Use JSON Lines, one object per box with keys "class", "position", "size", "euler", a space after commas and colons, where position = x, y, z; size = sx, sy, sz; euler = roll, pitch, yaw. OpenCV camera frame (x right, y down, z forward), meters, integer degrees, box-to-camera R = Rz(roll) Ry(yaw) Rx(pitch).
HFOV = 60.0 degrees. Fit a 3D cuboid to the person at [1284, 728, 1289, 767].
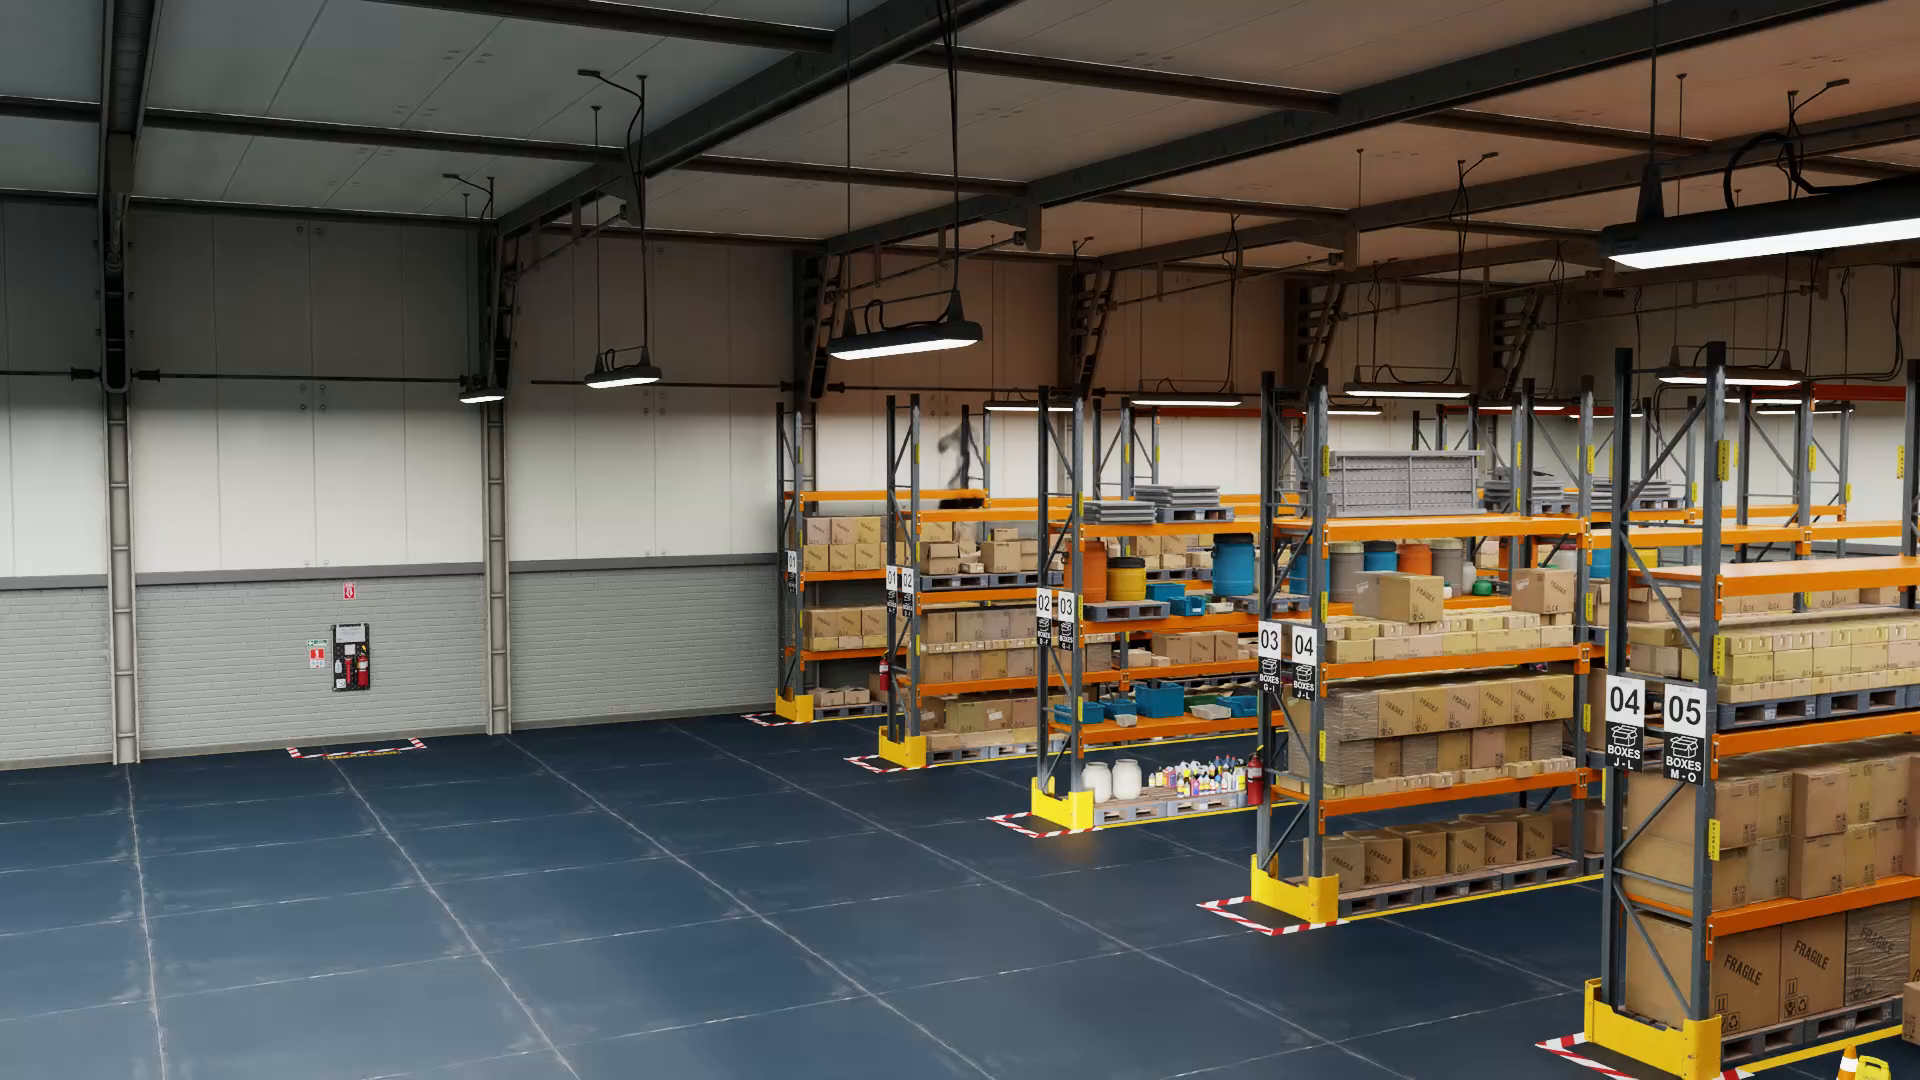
{"class": "person", "position": [5.531, 2.843, 26.879], "size": [0.728, 1.644, 0.508], "euler": [-2, 4, -32]}
